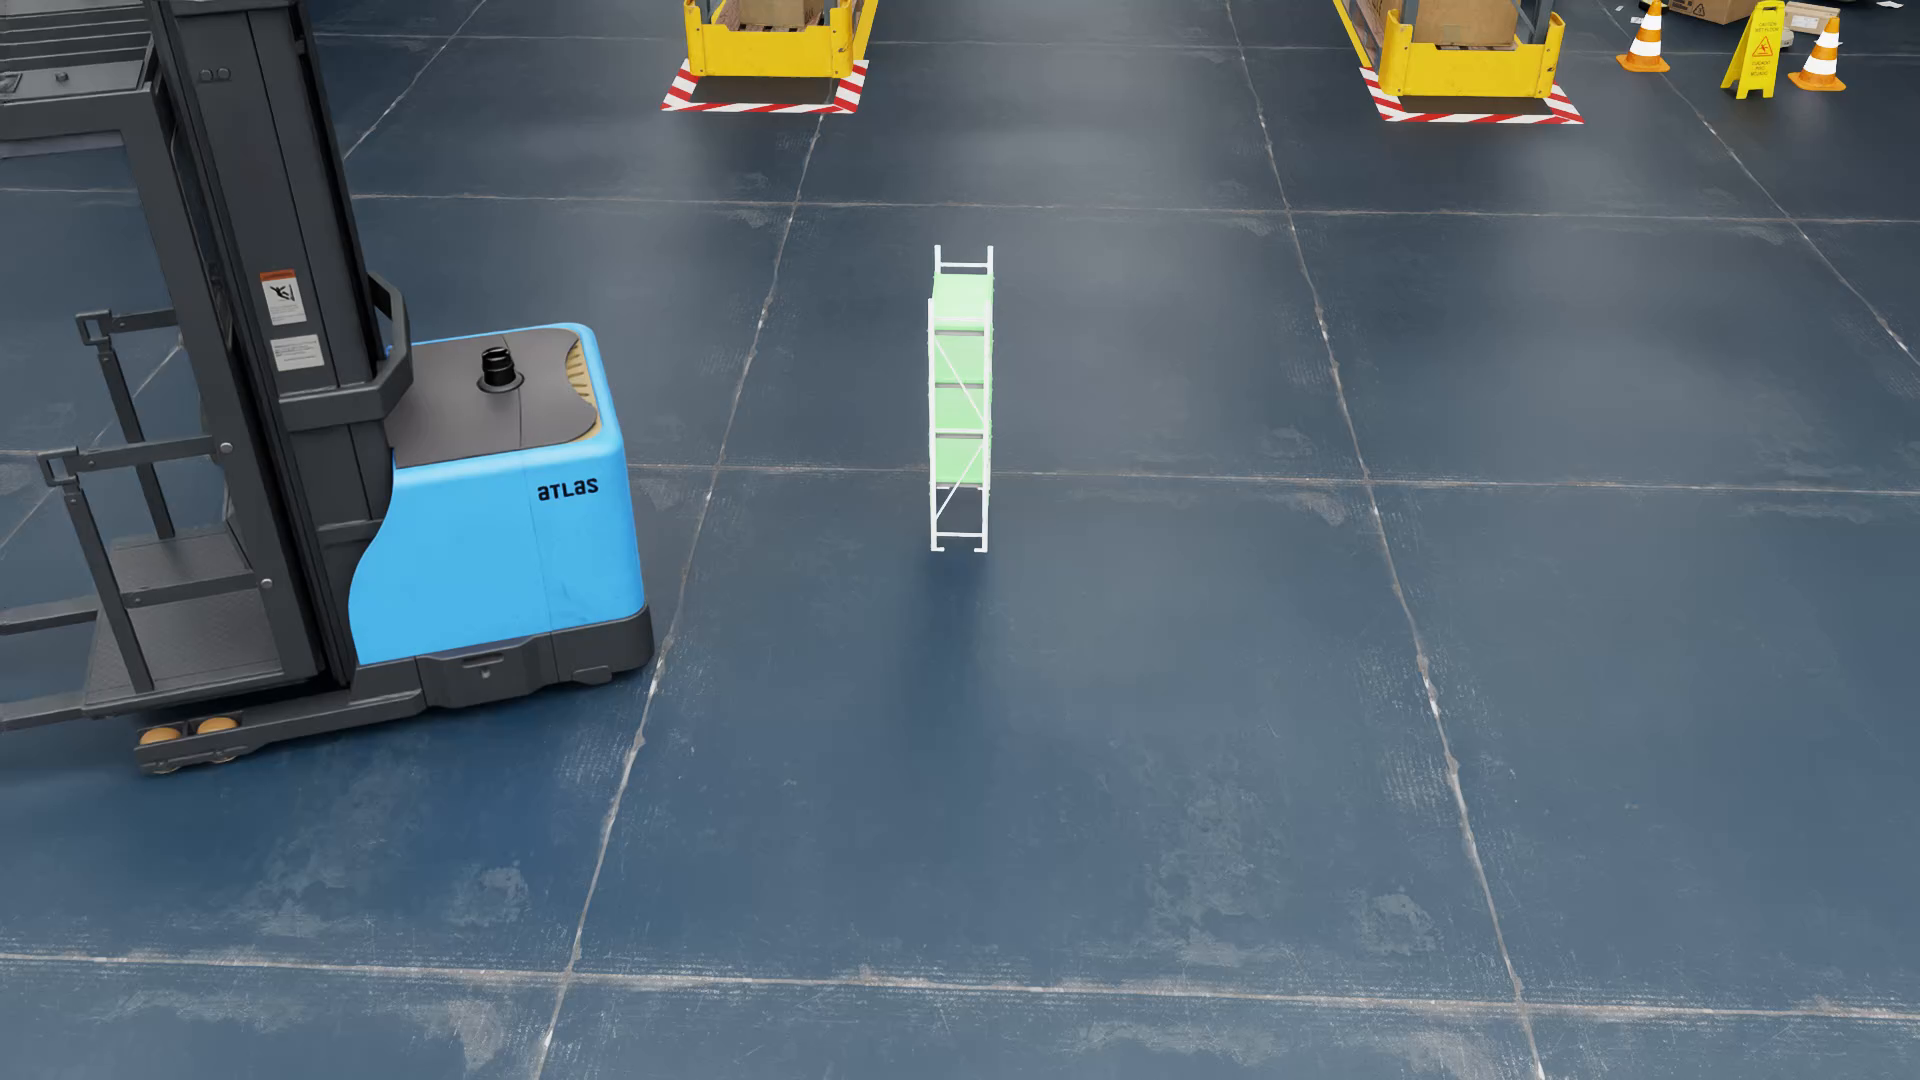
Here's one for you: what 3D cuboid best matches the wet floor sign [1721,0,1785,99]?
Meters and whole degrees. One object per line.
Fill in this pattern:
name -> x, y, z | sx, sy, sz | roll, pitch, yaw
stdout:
wet floor sign -> 5.555, -3.427, 11.566 | 0.267, 0.644, 0.232 | -4, 35, -6

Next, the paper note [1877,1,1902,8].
paper note -> 7.471, -4.306, 13.350 | 0.142, 0.019, 0.148 | -10, 36, -14

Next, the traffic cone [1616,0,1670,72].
traffic cone -> 5.018, -3.687, 12.094 | 0.336, 0.463, 0.334 | 1, 35, 2

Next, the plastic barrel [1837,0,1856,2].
plastic barrel -> 7.098, -4.564, 13.376 | 0.512, 0.421, 0.421 | 28, 44, 33

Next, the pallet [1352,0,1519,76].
pallet -> 3.532, -3.773, 12.436 | 1.003, 0.211, 1.213 | 1, 35, 2

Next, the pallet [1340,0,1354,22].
pallet -> 3.584, -4.472, 13.430 | 1.003, 0.211, 1.213 | 1, 35, 2

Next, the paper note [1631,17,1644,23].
paper note -> 5.336, -4.075, 13.024 | 0.144, 0.017, 0.142 | 13, 37, 18

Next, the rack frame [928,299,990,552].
rack frame -> -0.003, -0.446, 6.841 | 0.240, 1.200, 0.015 | 1, 35, 2

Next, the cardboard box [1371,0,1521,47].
cardboard box -> 3.539, -4.147, 12.024 | 0.875, 0.875, 0.875 | 2, 35, 2

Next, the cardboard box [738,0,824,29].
cardboard box -> -1.332, -4.133, 12.331 | 0.500, 0.500, 0.500 | 8, 36, 11

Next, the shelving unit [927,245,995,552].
shelving unit -> 0.007, -0.586, 7.040 | 0.258, 1.200, 0.503 | 1, 35, 2

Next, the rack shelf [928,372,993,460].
rack shelf -> 0.007, -0.534, 7.077 | 0.258, 0.148, 0.480 | 1, 35, 2

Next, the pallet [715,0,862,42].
pallet -> -1.303, -3.994, 12.750 | 1.003, 0.211, 1.213 | 1, 35, 2

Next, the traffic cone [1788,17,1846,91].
traffic cone -> 6.134, -3.466, 11.779 | 0.336, 0.463, 0.334 | 1, 35, 2

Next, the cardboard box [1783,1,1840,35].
cardboard box -> 6.562, -4.030, 12.854 | 0.380, 0.149, 0.250 | 20, 40, 26

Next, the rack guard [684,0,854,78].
rack guard -> -1.371, -3.647, 12.004 | 1.175, 0.500, 0.348 | 1, 35, 2

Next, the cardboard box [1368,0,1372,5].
cardboard box -> 3.573, -4.652, 12.744 | 0.875, 0.875, 0.875 | 1, 35, 1

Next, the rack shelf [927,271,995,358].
rack shelf -> 0.007, -0.926, 6.801 | 0.258, 0.148, 0.480 | 1, 35, 2

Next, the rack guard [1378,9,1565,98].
rack guard -> 3.577, -3.417, 11.677 | 1.175, 0.500, 0.348 | 1, 35, 2

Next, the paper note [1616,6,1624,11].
paper note -> 5.271, -4.250, 13.289 | 0.032, 0.001, 0.123 | 20, 40, 26

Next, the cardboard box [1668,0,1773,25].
cardboard box -> 6.069, -4.443, 13.134 | 0.797, 0.503, 0.637 | -24, 42, -30

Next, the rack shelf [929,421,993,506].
rack shelf -> 0.007, -0.337, 7.215 | 0.258, 0.148, 0.480 | 1, 35, 2

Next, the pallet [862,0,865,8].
pallet -> -1.251, -4.693, 13.745 | 1.003, 0.211, 1.213 | 1, 35, 2

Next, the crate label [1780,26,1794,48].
crate label -> 6.103, -3.786, 12.518 | 0.250, 0.136, 0.298 | -17, 38, -22

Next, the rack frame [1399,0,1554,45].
rack frame -> 3.578, -4.453, 10.977 | 1.000, 3.000, 0.127 | 1, 35, 2

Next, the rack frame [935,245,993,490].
rack frame -> 0.016, -0.726, 7.240 | 0.240, 1.200, 0.015 | 1, 35, 2

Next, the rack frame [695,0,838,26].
rack frame -> -1.374, -4.626, 11.223 | 1.000, 3.000, 0.127 | 1, 35, 2

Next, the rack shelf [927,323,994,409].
rack shelf -> 0.007, -0.730, 6.939 | 0.258, 0.148, 0.480 | 1, 35, 2

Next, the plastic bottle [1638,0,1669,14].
plastic bottle -> 5.512, -4.262, 13.261 | 0.133, 0.061, 0.283 | -10, 36, -14

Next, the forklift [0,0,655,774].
forklift -> -2.768, -0.692, 5.686 | 3.031, 2.935, 1.130 | -10, 36, -14

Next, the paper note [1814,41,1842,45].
paper note -> 6.577, -3.771, 12.589 | 0.148, 0.019, 0.142 | -10, 36, -14
